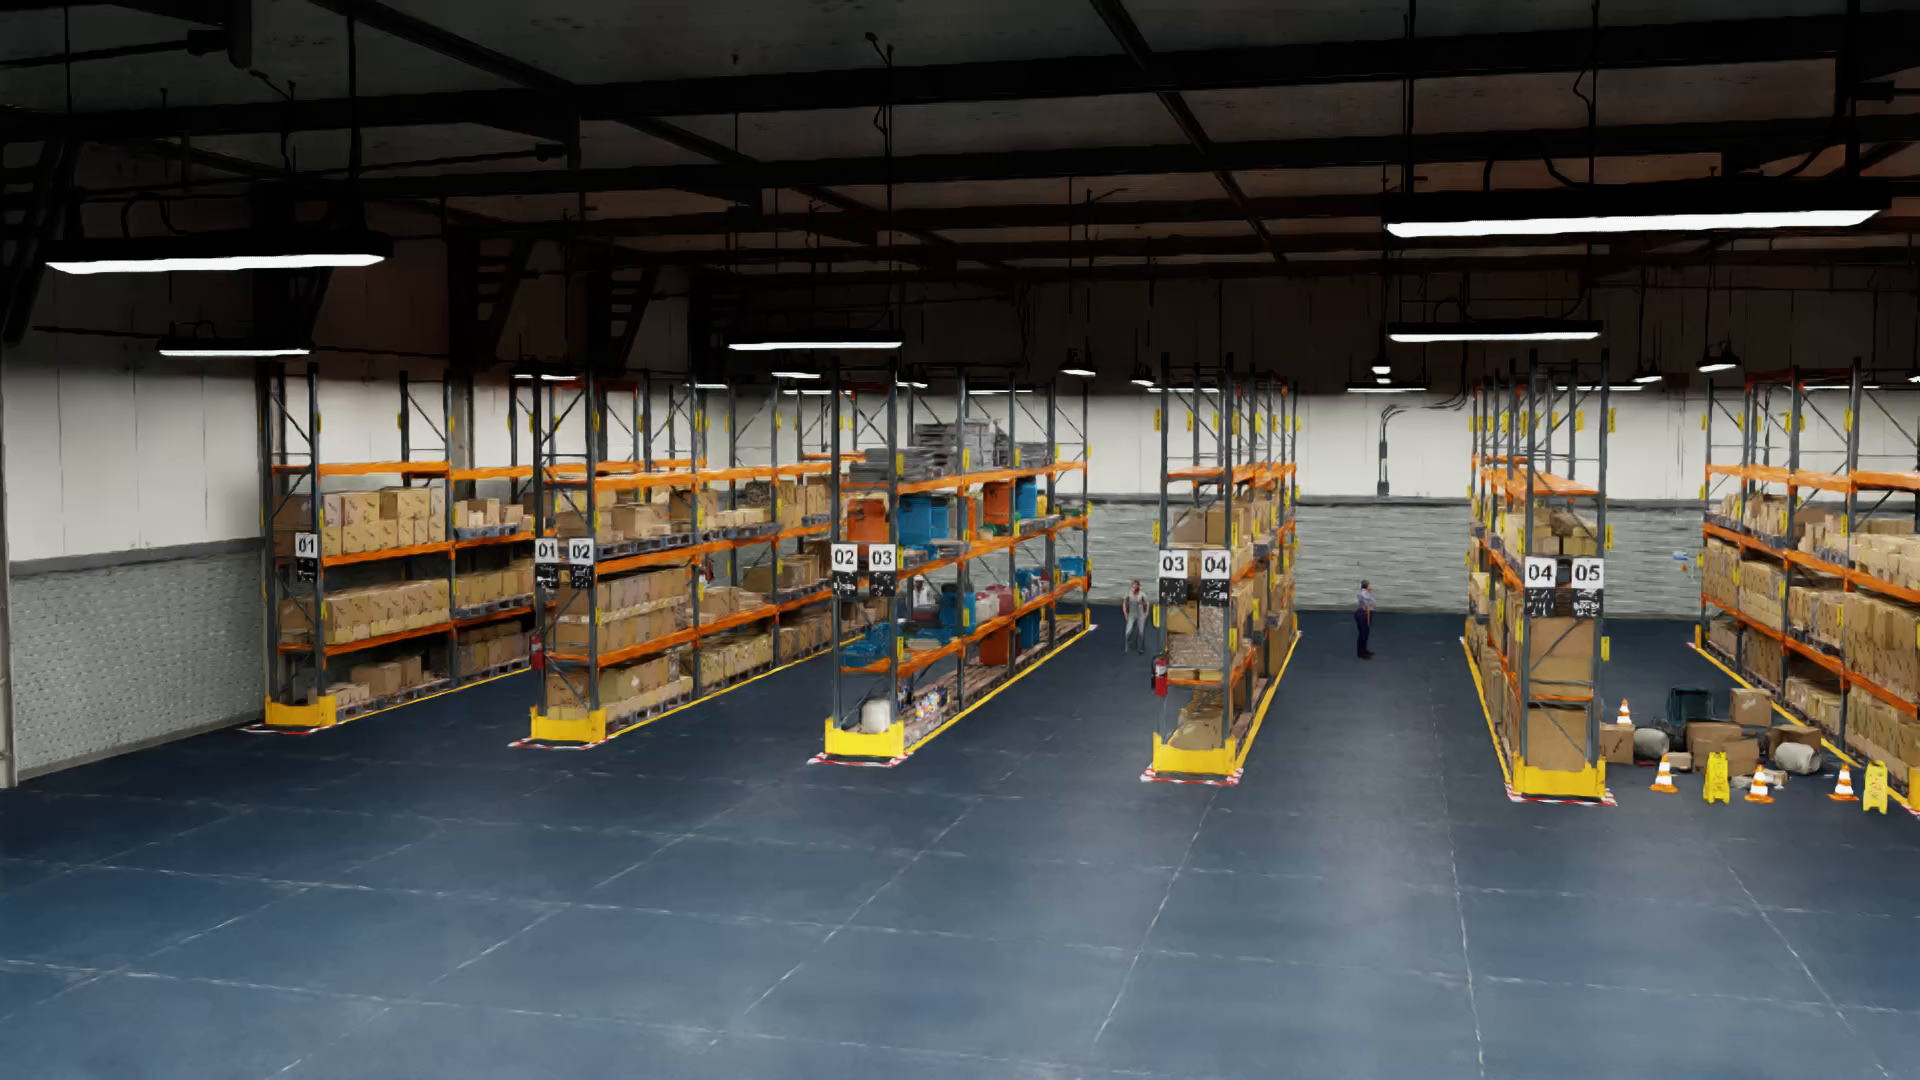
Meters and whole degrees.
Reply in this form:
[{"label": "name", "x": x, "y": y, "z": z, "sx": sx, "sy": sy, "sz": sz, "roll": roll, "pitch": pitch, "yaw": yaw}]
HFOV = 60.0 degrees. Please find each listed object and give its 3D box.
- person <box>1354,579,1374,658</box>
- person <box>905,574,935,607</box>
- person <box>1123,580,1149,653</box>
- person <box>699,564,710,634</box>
[{"label": "person", "x": 8.676, "y": 1.667, "z": 35.514, "sx": 0.450, "sy": 1.651, "sz": 0.577, "roll": 0, "pitch": 4, "yaw": -5}, {"label": "person", "x": -0.877, "y": 1.581, "z": 36.499, "sx": 0.677, "sy": 1.725, "sz": 0.574, "roll": 1, "pitch": 4, "yaw": 12}, {"label": "person", "x": 3.820, "y": 1.662, "z": 36.103, "sx": 0.578, "sy": 1.619, "sz": 0.507, "roll": 1, "pitch": 4, "yaw": 13}, {"label": "person", "x": -6.077, "y": 1.398, "z": 39.118, "sx": 0.373, "sy": 1.679, "sz": 0.588, "roll": 0, "pitch": 4, "yaw": -1}]
